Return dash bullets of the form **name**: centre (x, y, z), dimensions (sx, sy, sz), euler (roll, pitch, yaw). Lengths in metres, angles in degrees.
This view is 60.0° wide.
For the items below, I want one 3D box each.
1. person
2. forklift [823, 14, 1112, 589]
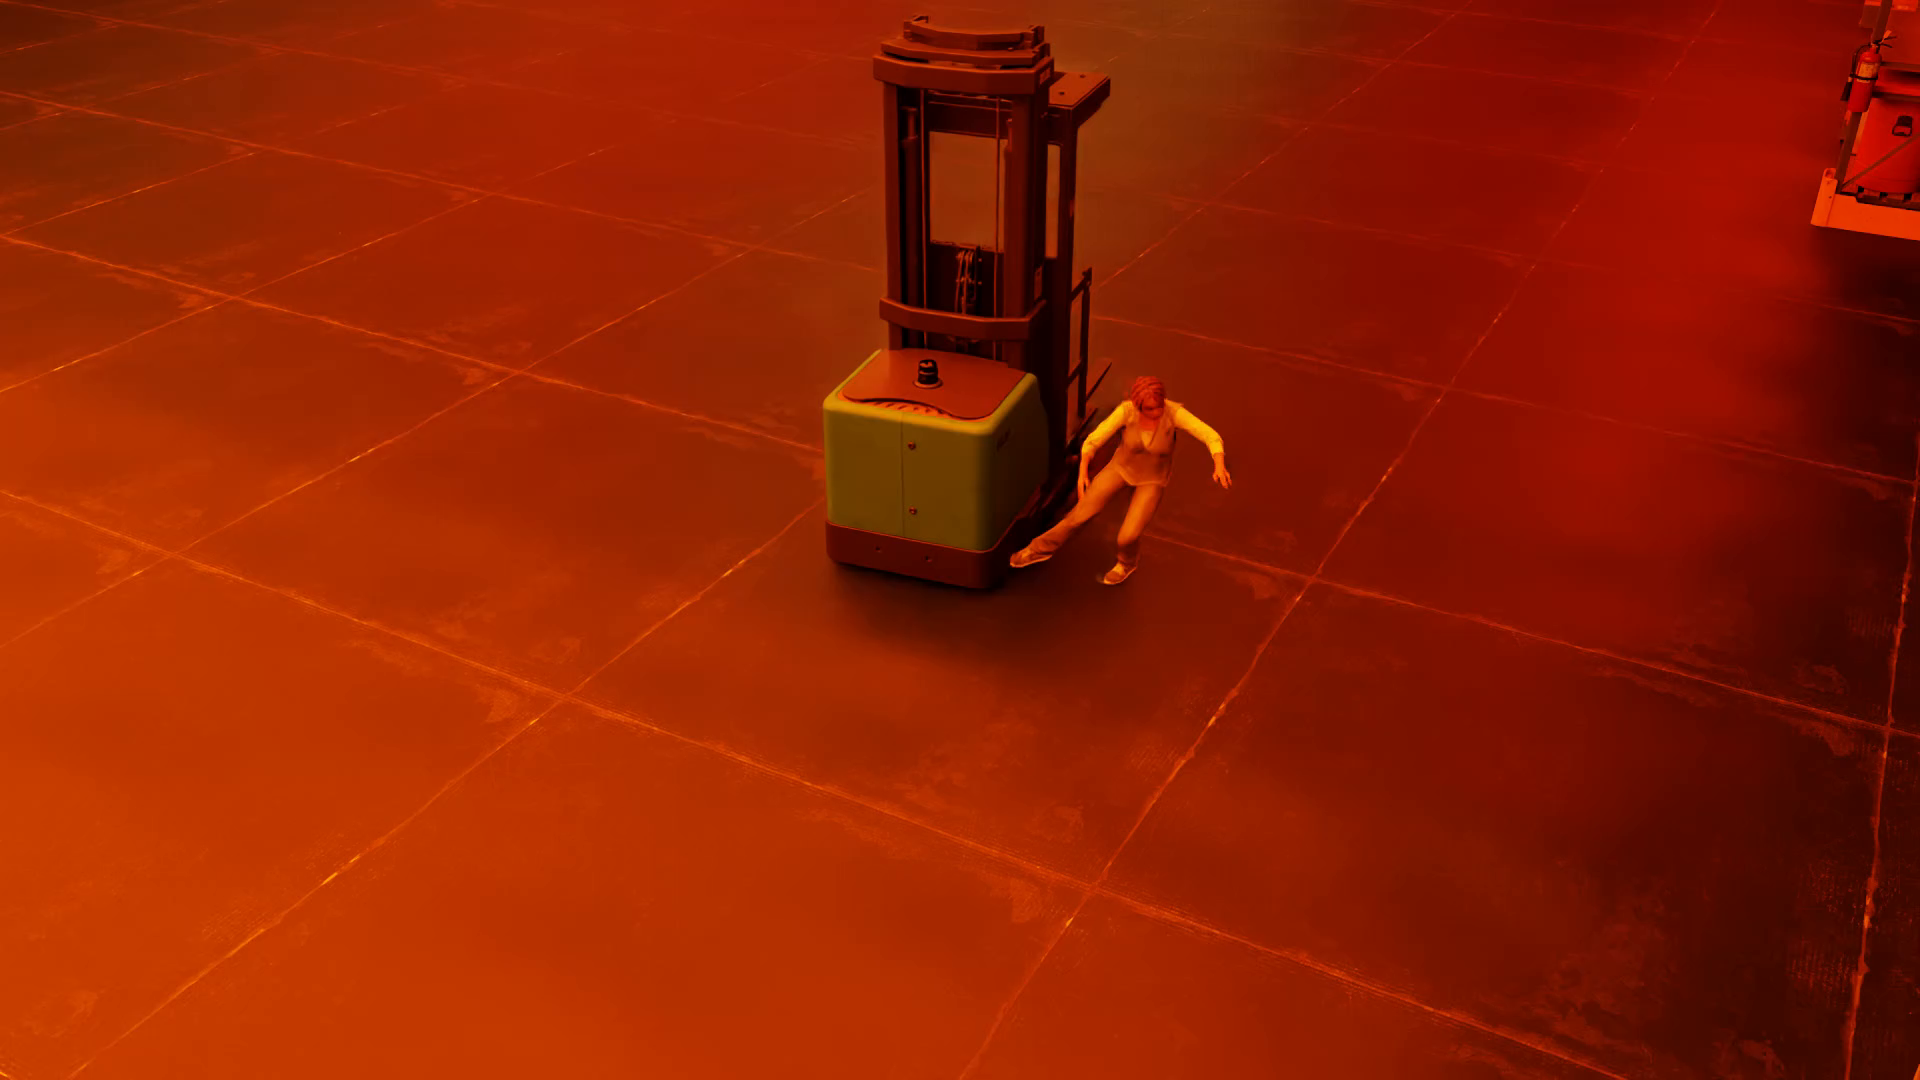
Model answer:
- **person**: centre (0.867, -0.284, 9.173), dimensions (1.253, 1.355, 0.770), euler (6, 31, 11)
- **forklift**: centre (0.221, -1.714, 10.041), dimensions (1.130, 2.935, 3.031), euler (11, 32, 18)
